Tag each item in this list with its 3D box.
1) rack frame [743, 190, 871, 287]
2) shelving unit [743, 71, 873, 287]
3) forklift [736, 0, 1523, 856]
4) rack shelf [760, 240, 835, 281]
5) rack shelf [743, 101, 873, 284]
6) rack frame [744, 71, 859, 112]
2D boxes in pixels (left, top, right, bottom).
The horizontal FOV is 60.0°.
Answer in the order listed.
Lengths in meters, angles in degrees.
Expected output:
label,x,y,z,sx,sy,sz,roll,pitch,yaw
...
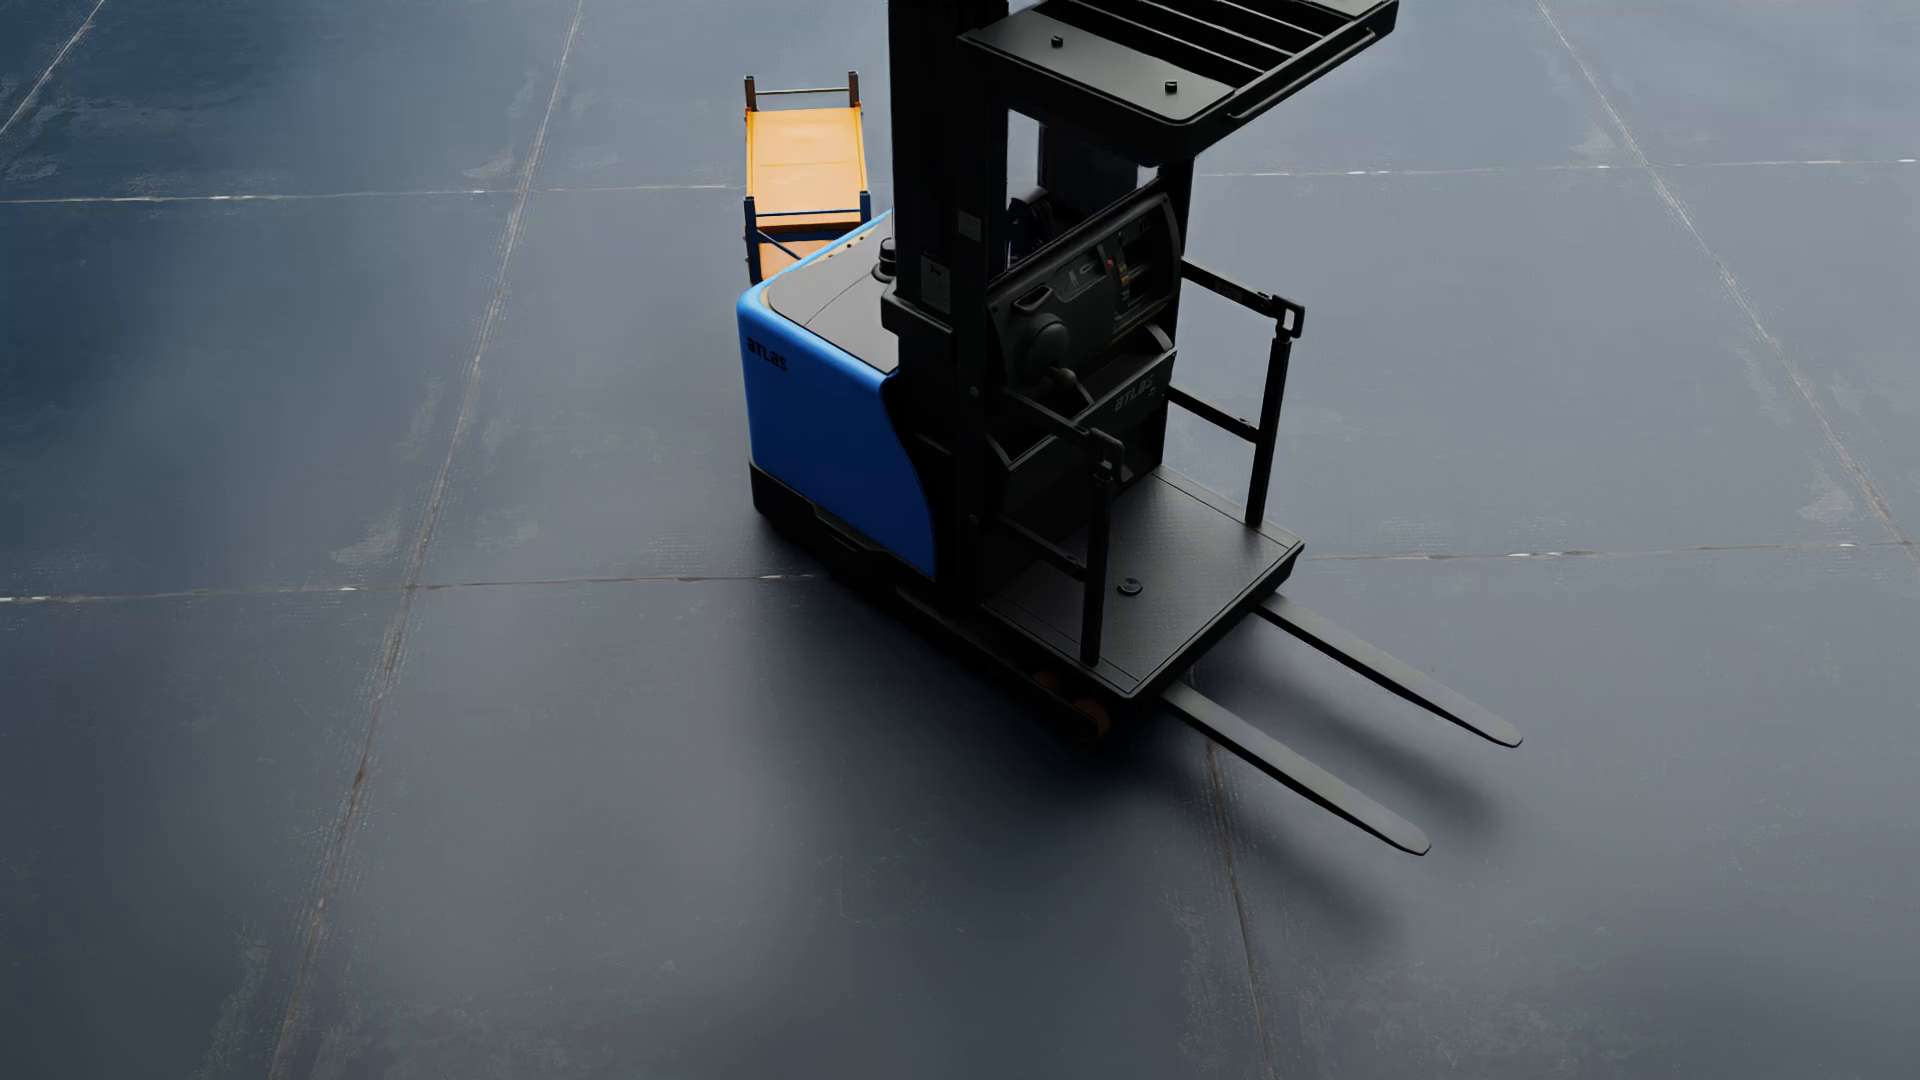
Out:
label,x,y,z,sx,sy,sz,roll,pitch,yaw
rack frame,-0.605,-0.948,6.952,0.500,1.125,0.032,-4,43,-4
shelving unit,-0.652,-1.290,7.325,0.538,1.125,1.048,-4,43,-4
forklift,0.582,-0.760,5.410,3.031,2.935,1.130,32,51,30
rack shelf,-0.652,-1.110,7.490,0.538,0.278,1.000,-4,43,-4
rack shelf,-0.652,-1.506,7.127,0.538,0.278,1.000,-4,43,-4
rack frame,-0.699,-1.632,7.698,0.500,1.125,0.032,-4,43,-4
